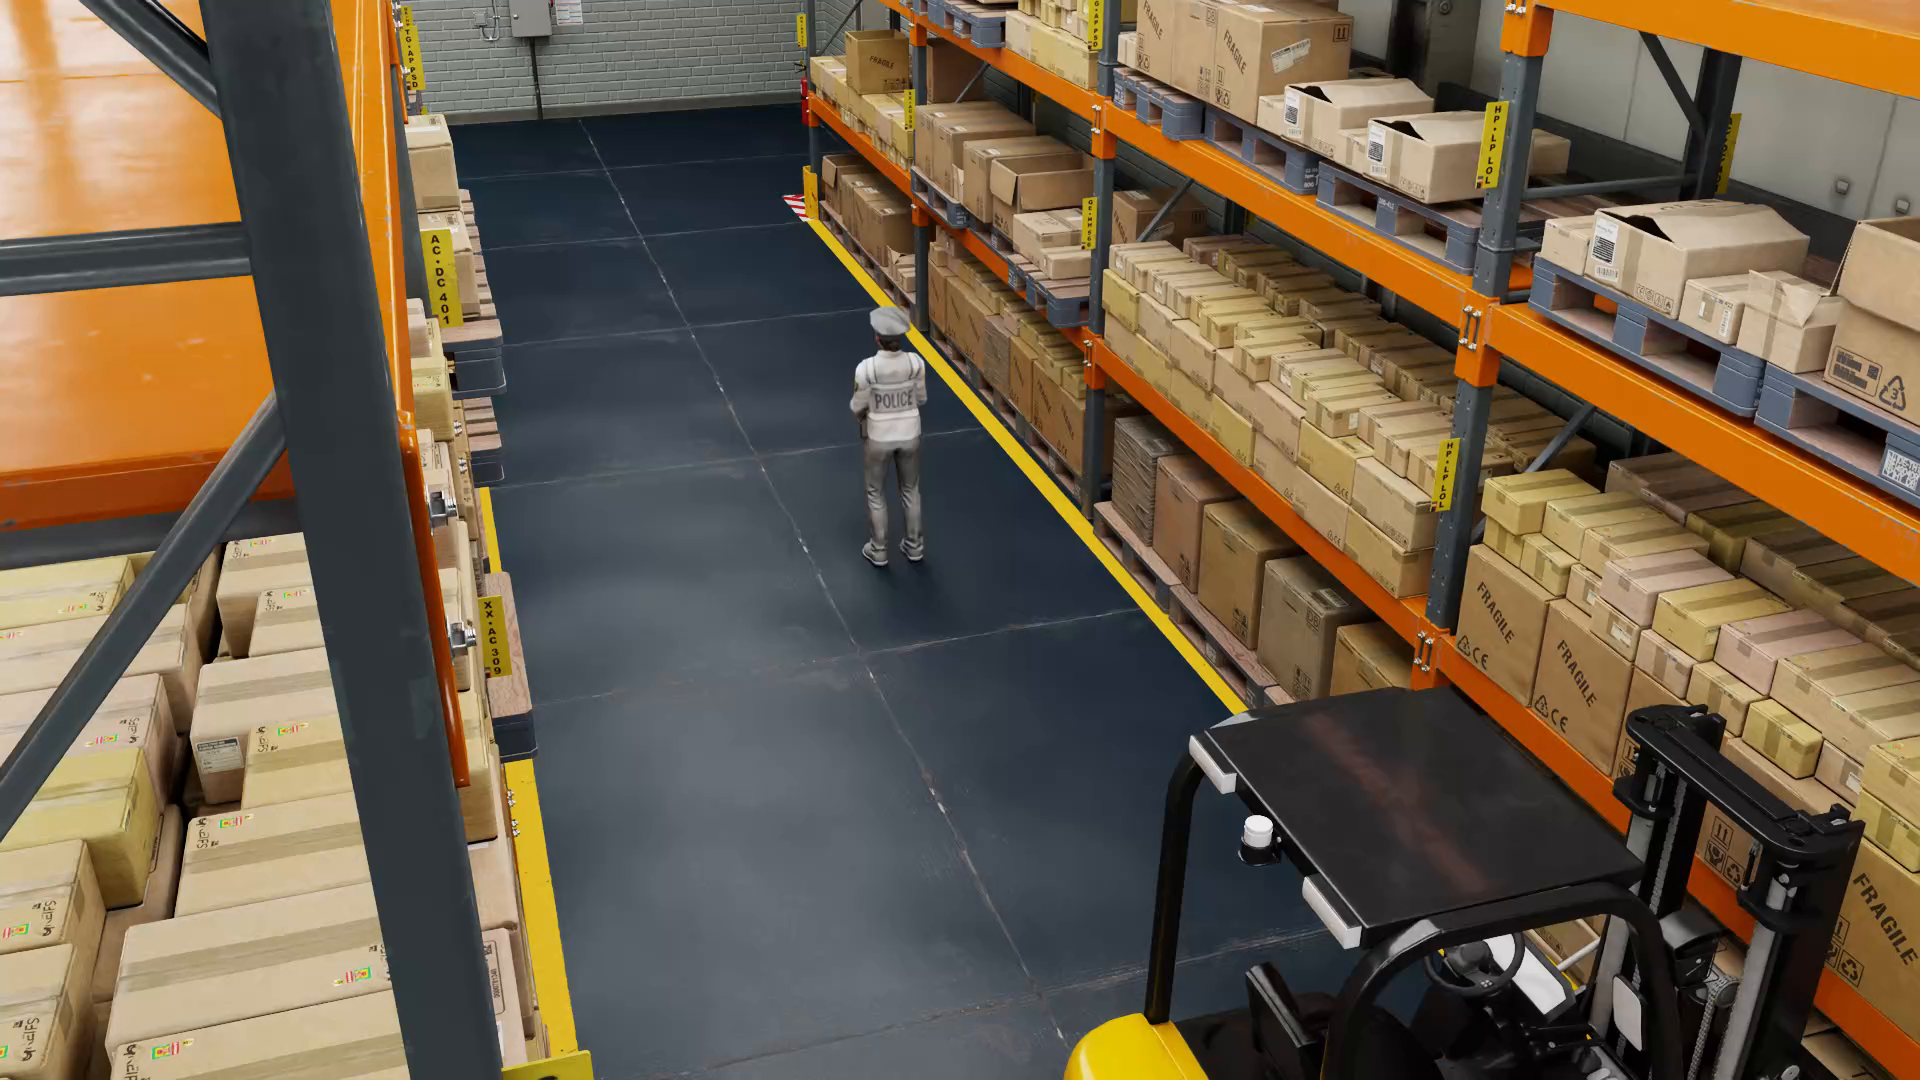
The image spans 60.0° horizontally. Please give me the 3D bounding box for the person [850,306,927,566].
[{"bbox_3d":[-0.454,-0.671,10.425,0.482,1.692,0.517,-8,28,-16],"label":"person"}]
